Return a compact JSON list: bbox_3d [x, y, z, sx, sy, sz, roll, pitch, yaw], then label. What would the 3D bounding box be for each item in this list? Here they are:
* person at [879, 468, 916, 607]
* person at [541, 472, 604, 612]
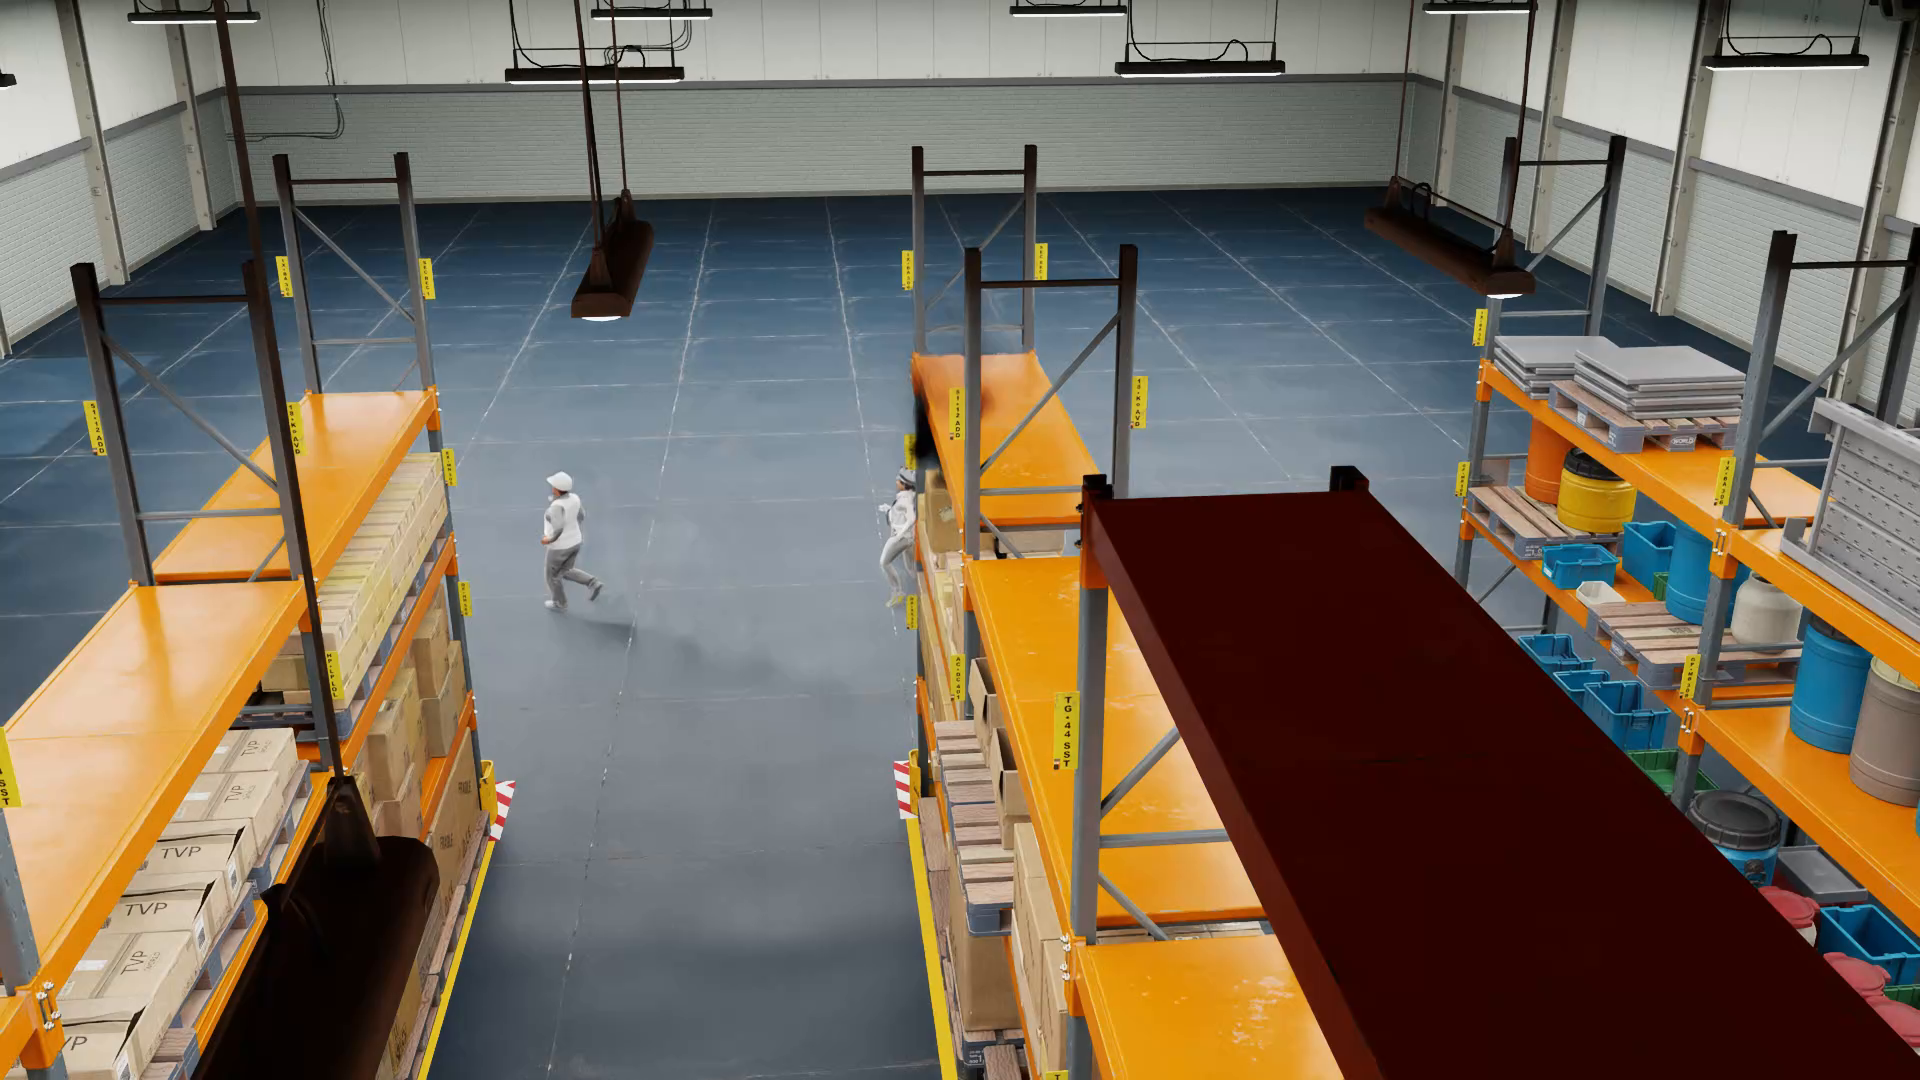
[{"bbox_3d":[-0.664,-0.009,19.386,0.684,1.729,0.592,9,23,21],"label":"person"},{"bbox_3d":[-4.551,0.046,19.181,0.778,1.743,0.661,9,23,21],"label":"person"}]
